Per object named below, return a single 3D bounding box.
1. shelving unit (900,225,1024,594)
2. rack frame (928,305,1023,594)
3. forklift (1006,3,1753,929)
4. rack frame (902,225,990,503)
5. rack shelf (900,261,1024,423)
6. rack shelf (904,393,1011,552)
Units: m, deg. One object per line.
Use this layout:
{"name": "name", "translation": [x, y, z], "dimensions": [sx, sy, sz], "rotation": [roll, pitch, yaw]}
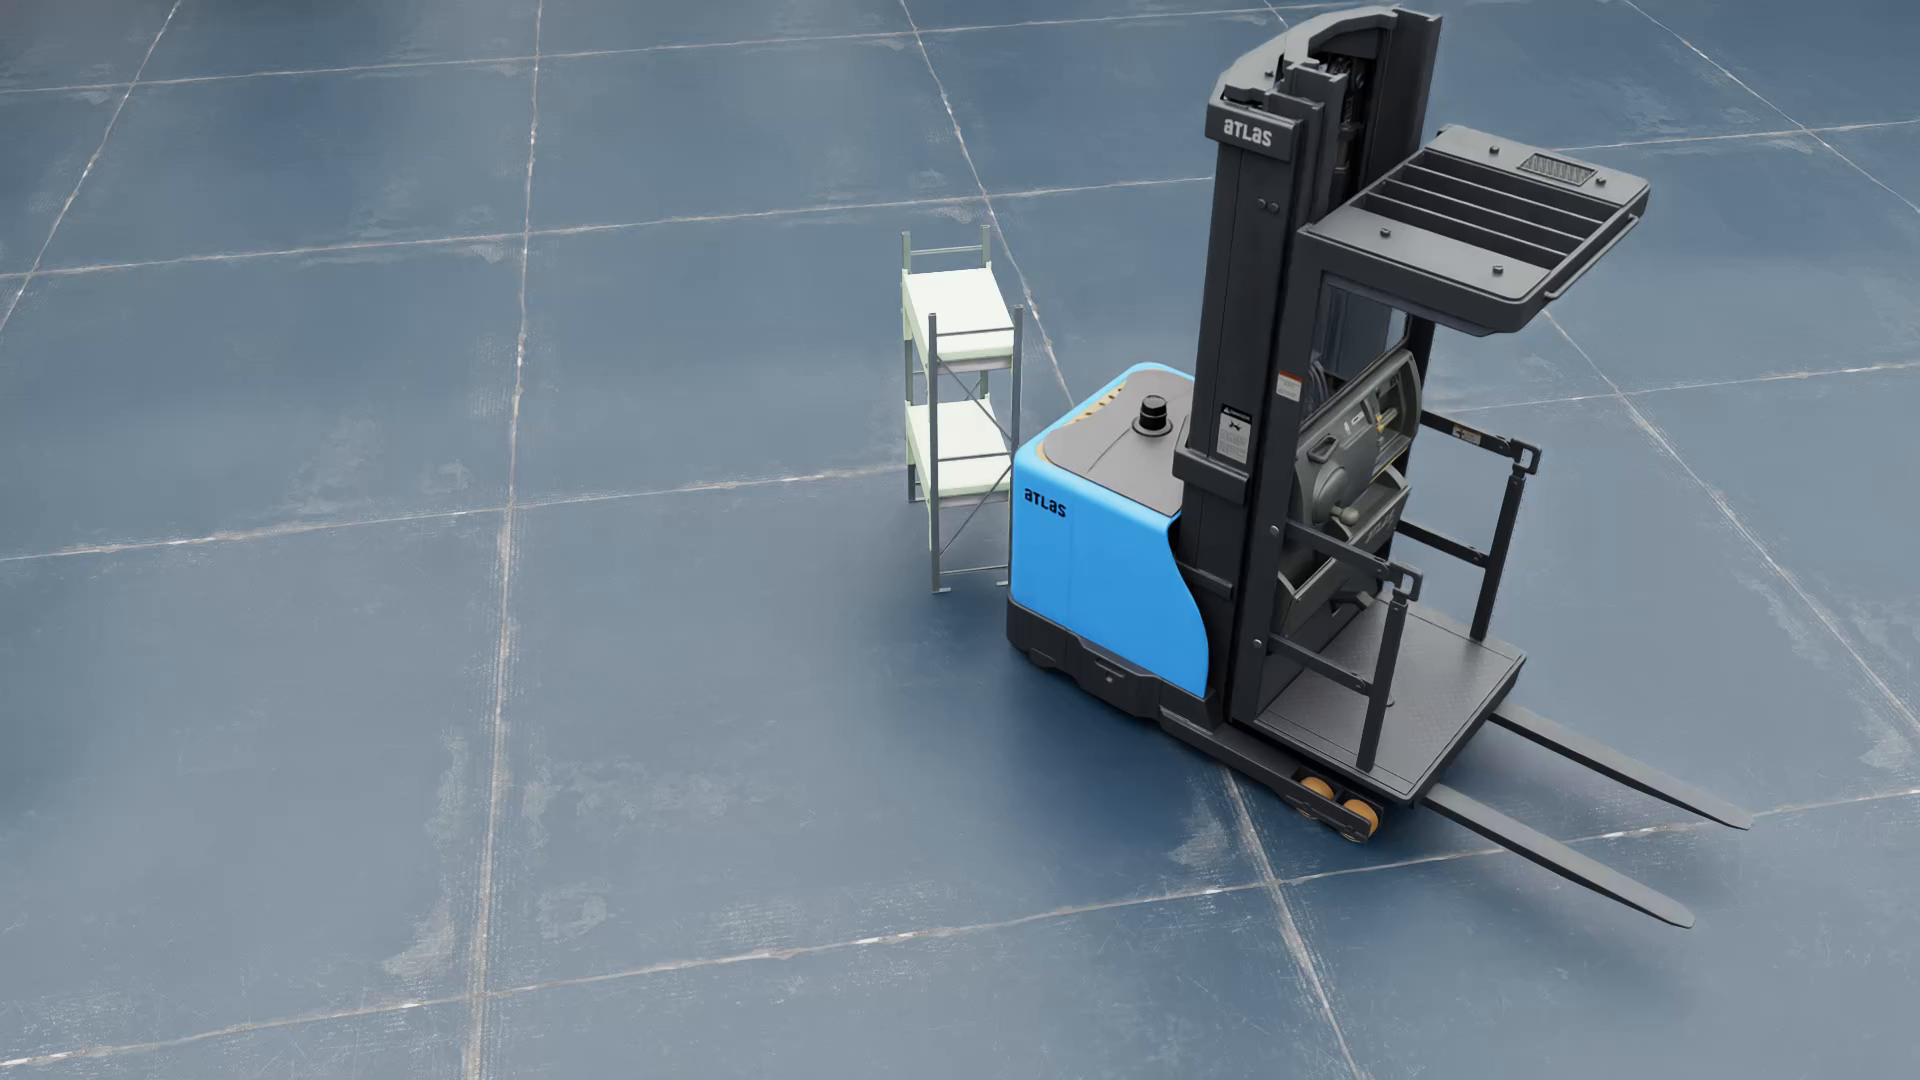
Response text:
{"name": "shelving unit", "translation": [0.001, -0.588, 7.685], "dimensions": [0.431, 1.500, 0.755], "rotation": [-6, 38, -8]}
{"name": "rack frame", "translation": [0.065, -0.367, 7.400], "dimensions": [0.400, 1.500, 0.023], "rotation": [-6, 38, -8]}
{"name": "forklift", "translation": [1.670, -0.329, 6.184], "dimensions": [3.031, 2.935, 1.130], "rotation": [27, 45, 30]}
{"name": "rack frame", "translation": [-0.063, -0.809, 7.969], "dimensions": [0.400, 1.500, 0.023], "rotation": [-6, 38, -8]}
{"name": "rack shelf", "translation": [0.001, -0.896, 7.445], "dimensions": [0.431, 0.370, 0.720], "rotation": [-6, 38, -8]}
{"name": "rack shelf", "translation": [0.001, -0.331, 7.885], "dimensions": [0.431, 0.370, 0.720], "rotation": [-6, 38, -8]}
